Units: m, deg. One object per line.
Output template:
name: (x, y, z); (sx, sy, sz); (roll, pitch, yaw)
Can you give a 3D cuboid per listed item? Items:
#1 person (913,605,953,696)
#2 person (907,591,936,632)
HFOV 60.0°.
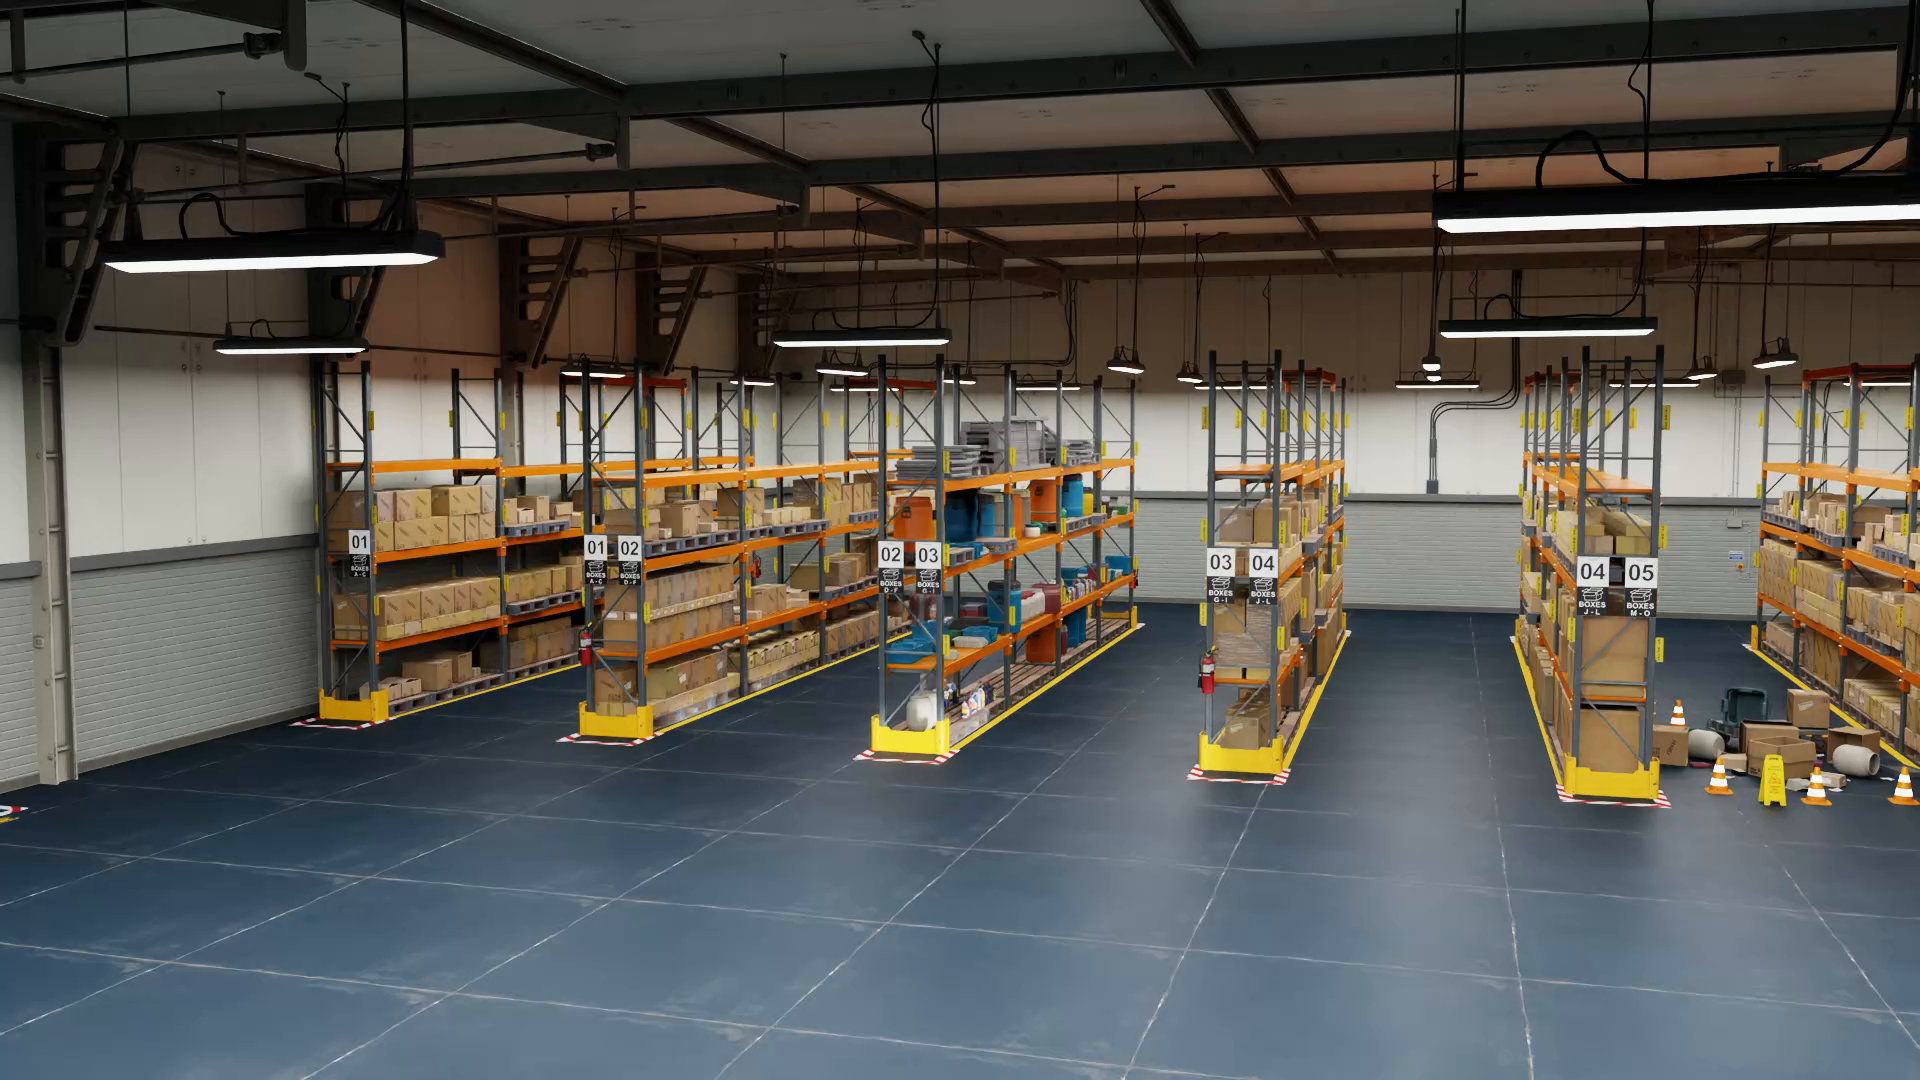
person: (-0.467, 2.005, 30.352); (0.599, 1.637, 0.986); (3, 5, 36)
person: (-0.784, 1.669, 34.411); (0.677, 1.725, 1.129); (1, 4, 9)
